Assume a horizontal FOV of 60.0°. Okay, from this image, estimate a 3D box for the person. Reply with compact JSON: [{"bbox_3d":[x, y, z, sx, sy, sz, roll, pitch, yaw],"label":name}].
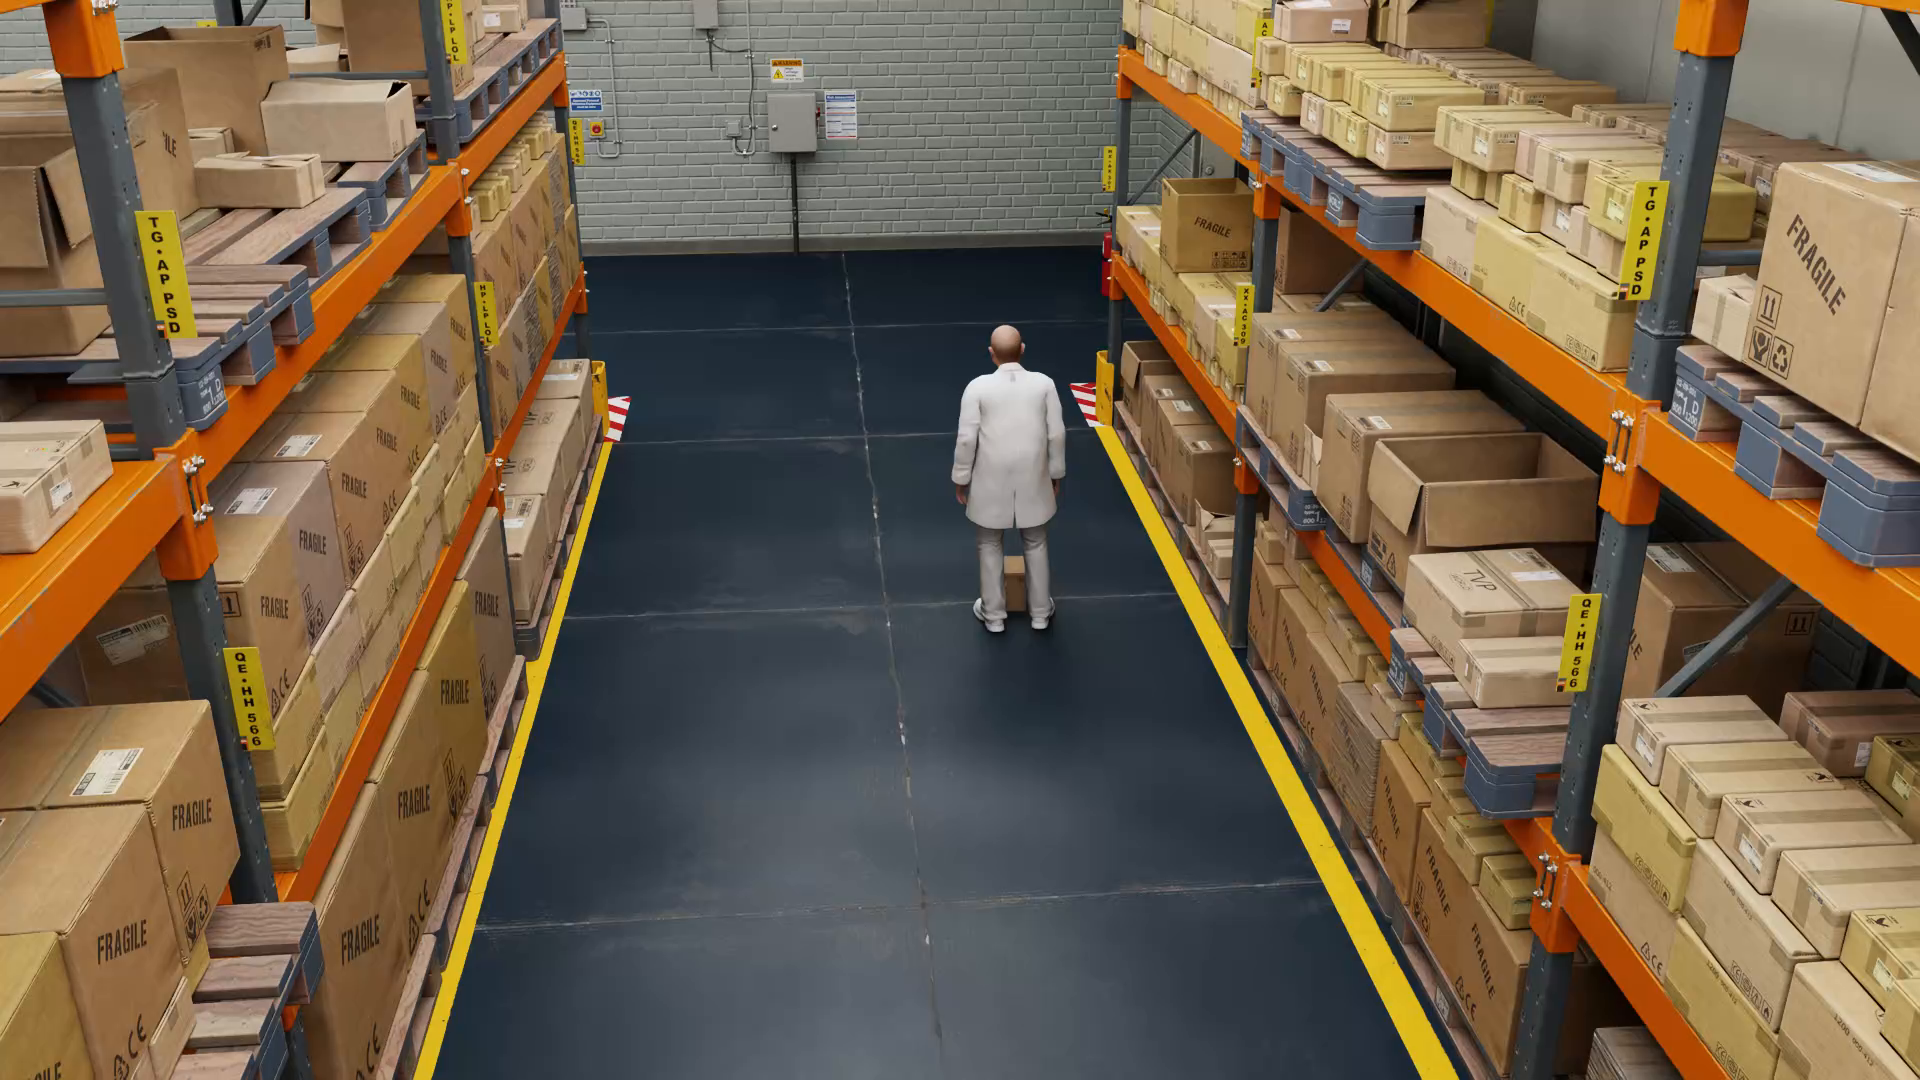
[{"bbox_3d":[0.278,-0.340,9.402,0.656,1.775,0.418,-3,24,-7],"label":"person"}]
